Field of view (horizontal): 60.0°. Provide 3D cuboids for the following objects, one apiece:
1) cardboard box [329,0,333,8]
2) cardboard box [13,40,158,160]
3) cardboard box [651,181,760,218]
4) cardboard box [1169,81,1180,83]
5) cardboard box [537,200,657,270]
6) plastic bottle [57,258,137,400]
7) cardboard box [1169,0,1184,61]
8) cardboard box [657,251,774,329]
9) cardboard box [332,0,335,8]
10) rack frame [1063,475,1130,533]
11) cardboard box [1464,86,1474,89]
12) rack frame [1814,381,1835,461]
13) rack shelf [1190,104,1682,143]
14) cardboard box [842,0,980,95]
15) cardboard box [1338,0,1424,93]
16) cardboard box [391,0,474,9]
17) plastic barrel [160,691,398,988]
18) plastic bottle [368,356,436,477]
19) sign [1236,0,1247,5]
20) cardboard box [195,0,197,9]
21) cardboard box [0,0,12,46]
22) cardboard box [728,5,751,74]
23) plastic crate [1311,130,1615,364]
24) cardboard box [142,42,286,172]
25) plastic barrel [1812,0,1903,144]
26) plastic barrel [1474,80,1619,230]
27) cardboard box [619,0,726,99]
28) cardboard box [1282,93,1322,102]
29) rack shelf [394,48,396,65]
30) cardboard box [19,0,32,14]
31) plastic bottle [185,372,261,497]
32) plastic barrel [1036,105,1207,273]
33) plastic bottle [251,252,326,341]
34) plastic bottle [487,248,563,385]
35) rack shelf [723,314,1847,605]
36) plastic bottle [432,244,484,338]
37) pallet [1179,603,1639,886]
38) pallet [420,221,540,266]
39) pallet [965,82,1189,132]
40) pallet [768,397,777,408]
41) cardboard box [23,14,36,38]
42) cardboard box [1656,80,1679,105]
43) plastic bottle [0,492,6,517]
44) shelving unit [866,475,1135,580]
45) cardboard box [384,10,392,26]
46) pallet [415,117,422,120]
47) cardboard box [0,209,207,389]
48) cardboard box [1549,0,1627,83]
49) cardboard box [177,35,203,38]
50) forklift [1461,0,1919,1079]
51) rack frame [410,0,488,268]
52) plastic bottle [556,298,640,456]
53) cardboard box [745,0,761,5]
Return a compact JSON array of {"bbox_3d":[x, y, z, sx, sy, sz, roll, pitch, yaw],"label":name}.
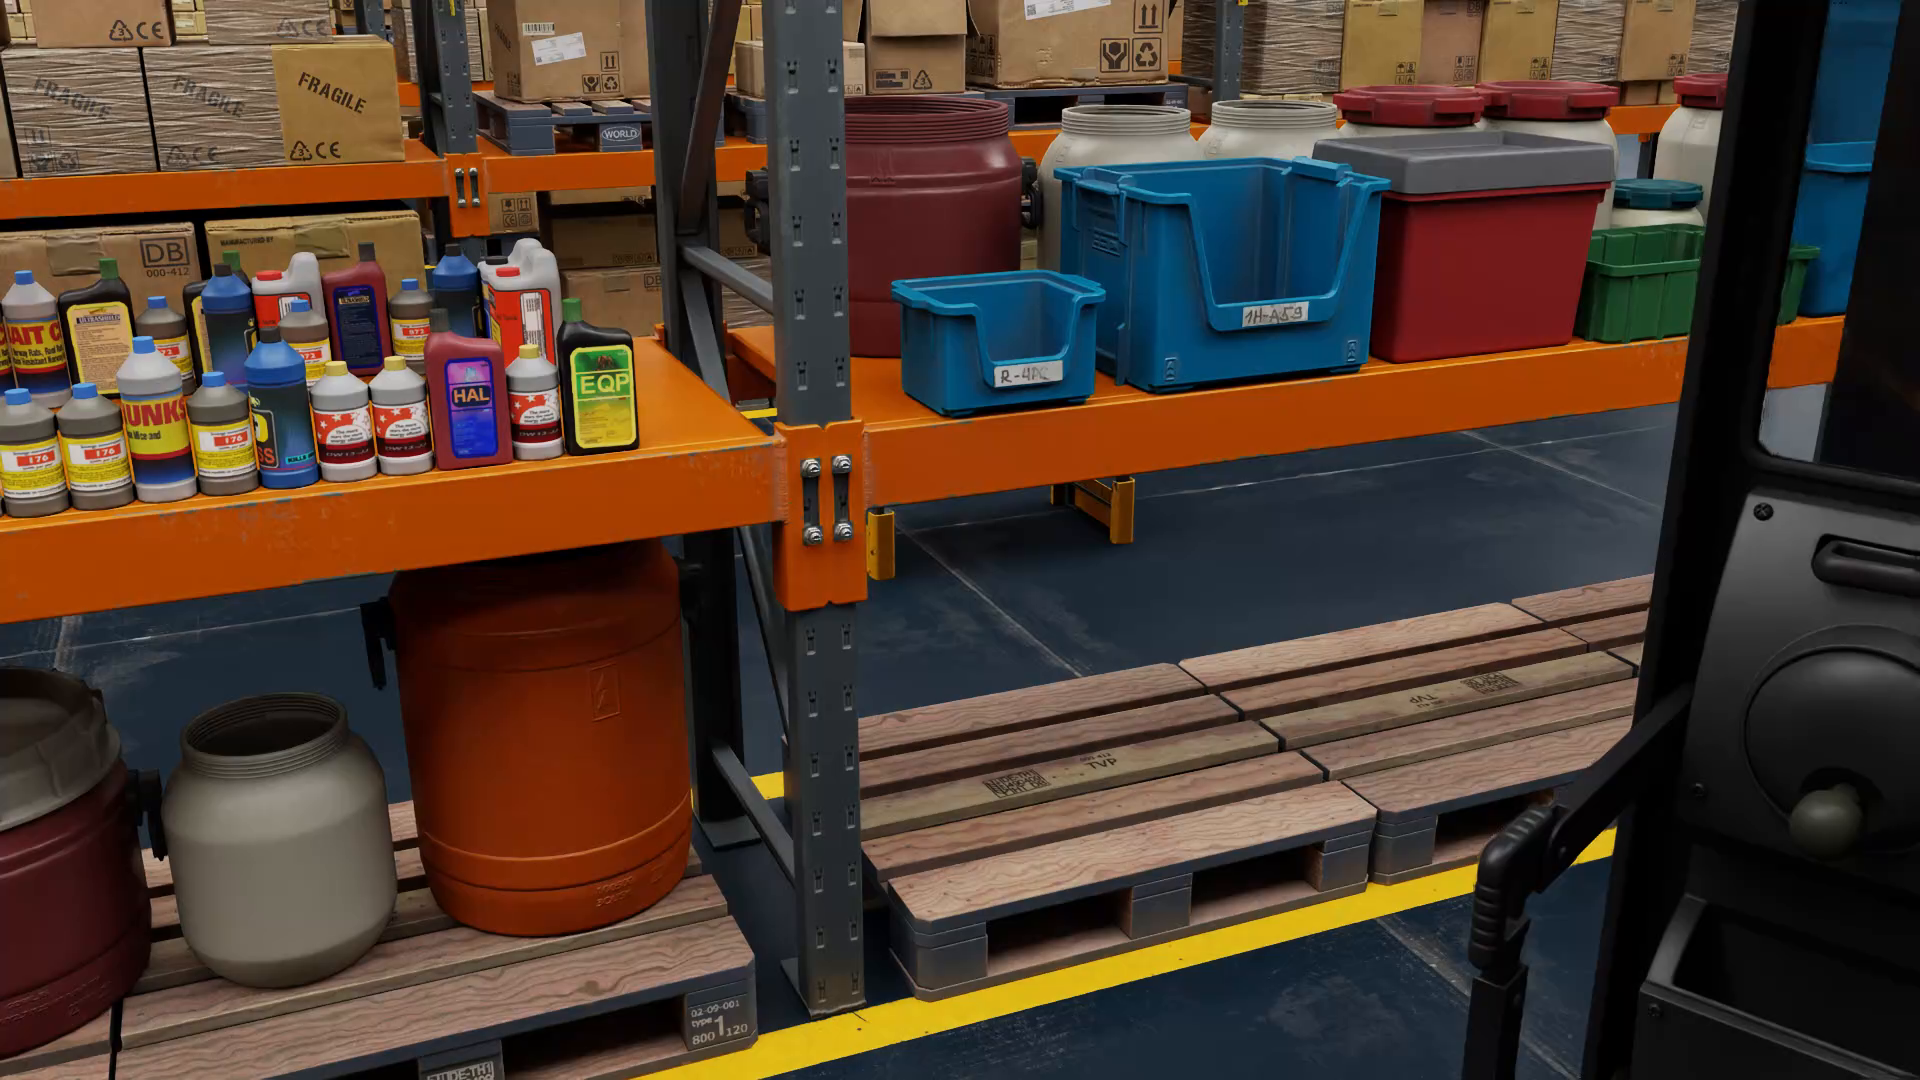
[{"bbox_3d":[-7.802,-6.727,20.583,0.500,0.250,0.500,-8,21,-22],"label":"cardboard box"},{"bbox_3d":[-3.917,-1.979,7.476,0.500,0.500,0.500,-9,21,-23],"label":"cardboard box"},{"bbox_3d":[-2.042,-3.004,13.293,0.750,0.750,1.050,-8,21,-22],"label":"cardboard box"},{"bbox_3d":[1.649,-3.598,14.792,0.875,0.875,0.875,-9,21,-23],"label":"cardboard box"},{"bbox_3d":[-1.818,-1.529,8.321,0.500,0.250,0.500,-7,21,-20],"label":"cardboard box"},{"bbox_3d":[-1.763,-0.431,3.406,0.133,0.283,0.061,-8,21,-22],"label":"plastic bottle"},{"bbox_3d":[1.669,-4.522,14.622,0.550,0.550,0.875,-8,21,-22],"label":"cardboard box"},{"bbox_3d":[-1.310,-1.250,8.656,0.500,0.500,0.700,-10,22,-26],"label":"cardboard box"},{"bbox_3d":[-6.040,-5.602,16.685,0.500,0.500,0.500,-9,21,-23],"label":"cardboard box"},{"bbox_3d":[0.545,-0.786,6.495,0.032,1.500,0.500,-8,21,-22],"label":"rack frame"},{"bbox_3d":[2.940,-2.596,9.756,0.250,0.149,0.380,-8,21,-22],"label":"cardboard box"},{"bbox_3d":[3.213,-1.066,5.032,0.127,3.000,1.000,-8,21,-22],"label":"rack frame"},{"bbox_3d":[3.088,-2.500,10.189,4.000,0.370,1.077,-8,21,-22],"label":"rack shelf"},{"bbox_3d":[-0.304,-2.567,8.508,0.637,0.503,0.797,-6,20,-16],"label":"cardboard box"},{"bbox_3d":[2.162,-2.859,9.527,0.500,0.500,0.875,-8,21,-22],"label":"cardboard box"},{"bbox_3d":[-3.877,-4.151,12.138,0.500,0.500,0.700,-8,21,-22],"label":"cardboard box"},{"bbox_3d":[-1.385,0.607,3.395,0.421,0.512,0.421,0,19,0],"label":"plastic barrel"},{"bbox_3d":[-0.987,-0.223,2.937,0.097,0.201,0.097,0,19,0],"label":"plastic bottle"},{"bbox_3d":[1.474,-2.954,8.650,0.005,0.325,0.100,-8,21,-22],"label":"sign"},{"bbox_3d":[-5.511,-3.833,11.740,0.250,0.149,0.380,-9,21,-24],"label":"cardboard box"},{"bbox_3d":[-4.312,-2.304,6.888,0.637,0.503,0.797,-7,21,-20],"label":"cardboard box"},{"bbox_3d":[-1.922,-3.866,12.835,0.500,0.500,0.500,-8,21,-21],"label":"cardboard box"},{"bbox_3d":[1.145,-0.689,3.866,0.583,0.464,0.402,-8,21,-22],"label":"plastic crate"},{"bbox_3d":[-3.237,-1.893,7.231,0.500,0.500,0.500,-8,21,-22],"label":"cardboard box"},{"bbox_3d":[2.738,-1.344,5.067,0.708,0.901,0.600,-8,21,-22],"label":"plastic barrel"},{"bbox_3d":[1.574,-0.974,4.568,0.433,0.535,0.433,0,19,0],"label":"plastic barrel"},{"bbox_3d":[-1.469,-2.482,8.273,0.500,0.500,0.700,-5,20,-14],"label":"cardboard box"},{"bbox_3d":[1.802,-2.423,9.266,0.250,0.149,0.380,-8,21,-22],"label":"cardboard box"},{"bbox_3d":[-4.511,-4.996,17.277,4.000,0.370,1.077,-8,21,-22],"label":"rack shelf"},{"bbox_3d":[-5.989,-3.528,10.876,0.250,0.149,0.380,-7,21,-20],"label":"cardboard box"},{"bbox_3d":[-1.255,-0.184,2.828,0.097,0.201,0.097,0,19,0],"label":"plastic bottle"},{"bbox_3d":[0.400,-0.793,4.089,0.421,0.512,0.421,0,19,0],"label":"plastic barrel"},{"bbox_3d":[-1.410,-0.462,3.504,0.135,0.276,0.152,-8,21,-22],"label":"plastic bottle"},{"bbox_3d":[-0.925,-0.476,3.545,0.135,0.276,0.152,-8,21,-22],"label":"plastic bottle"},{"bbox_3d":[1.377,-0.463,4.405,4.000,0.370,1.077,-8,21,-22],"label":"rack shelf"},{"bbox_3d":[-1.102,-0.514,3.658,0.097,0.271,0.097,0,19,0],"label":"plastic bottle"},{"bbox_3d":[1.385,0.526,4.709,1.213,0.211,1.003,-8,21,-22],"label":"pallet"},{"bbox_3d":[-3.540,-2.341,12.854,1.213,0.211,1.003,-8,21,-22],"label":"pallet"},{"bbox_3d":[0.492,-2.430,9.194,1.213,0.211,1.003,-8,21,-22],"label":"pallet"},{"bbox_3d":[-0.585,-0.996,9.034,1.213,0.211,1.003,-8,21,-22],"label":"pallet"},{"bbox_3d":[-5.987,-3.387,10.924,0.250,0.149,0.380,-9,21,-23],"label":"cardboard box"},{"bbox_3d":[4.305,-2.802,10.342,0.250,0.149,0.380,-8,21,-22],"label":"cardboard box"},{"bbox_3d":[-1.613,-0.133,2.682,0.097,0.201,0.097,0,19,0],"label":"plastic bottle"},{"bbox_3d":[0.070,-0.717,6.301,1.083,1.500,0.587,-8,21,-22],"label":"shelving unit"},{"bbox_3d":[-5.702,-5.165,16.419,0.250,0.149,0.380,-10,22,-25],"label":"cardboard box"},{"bbox_3d":[-7.545,-5.366,21.445,1.213,0.211,1.003,-8,21,-22],"label":"pallet"},{"bbox_3d":[-3.885,-1.047,7.545,0.875,0.875,1.225,-8,21,-22],"label":"cardboard box"},{"bbox_3d":[3.520,-3.071,10.129,0.500,0.500,0.875,-8,21,-22],"label":"cardboard box"},{"bbox_3d":[-5.259,-3.353,11.273,0.250,0.149,0.380,-8,21,-23],"label":"cardboard box"},{"bbox_3d":[1.092,0.223,1.475,1.130,2.935,3.031,16,25,38],"label":"forklift"},{"bbox_3d":[-2.422,-2.050,7.828,0.127,3.000,1.000,-8,21,-22],"label":"rack frame"},{"bbox_3d":[-0.662,-0.301,3.037,0.133,0.283,0.061,-8,21,-22],"label":"plastic bottle"},{"bbox_3d":[-1.546,-4.485,13.088,0.500,0.500,0.700,-9,21,-23],"label":"cardboard box"}]
